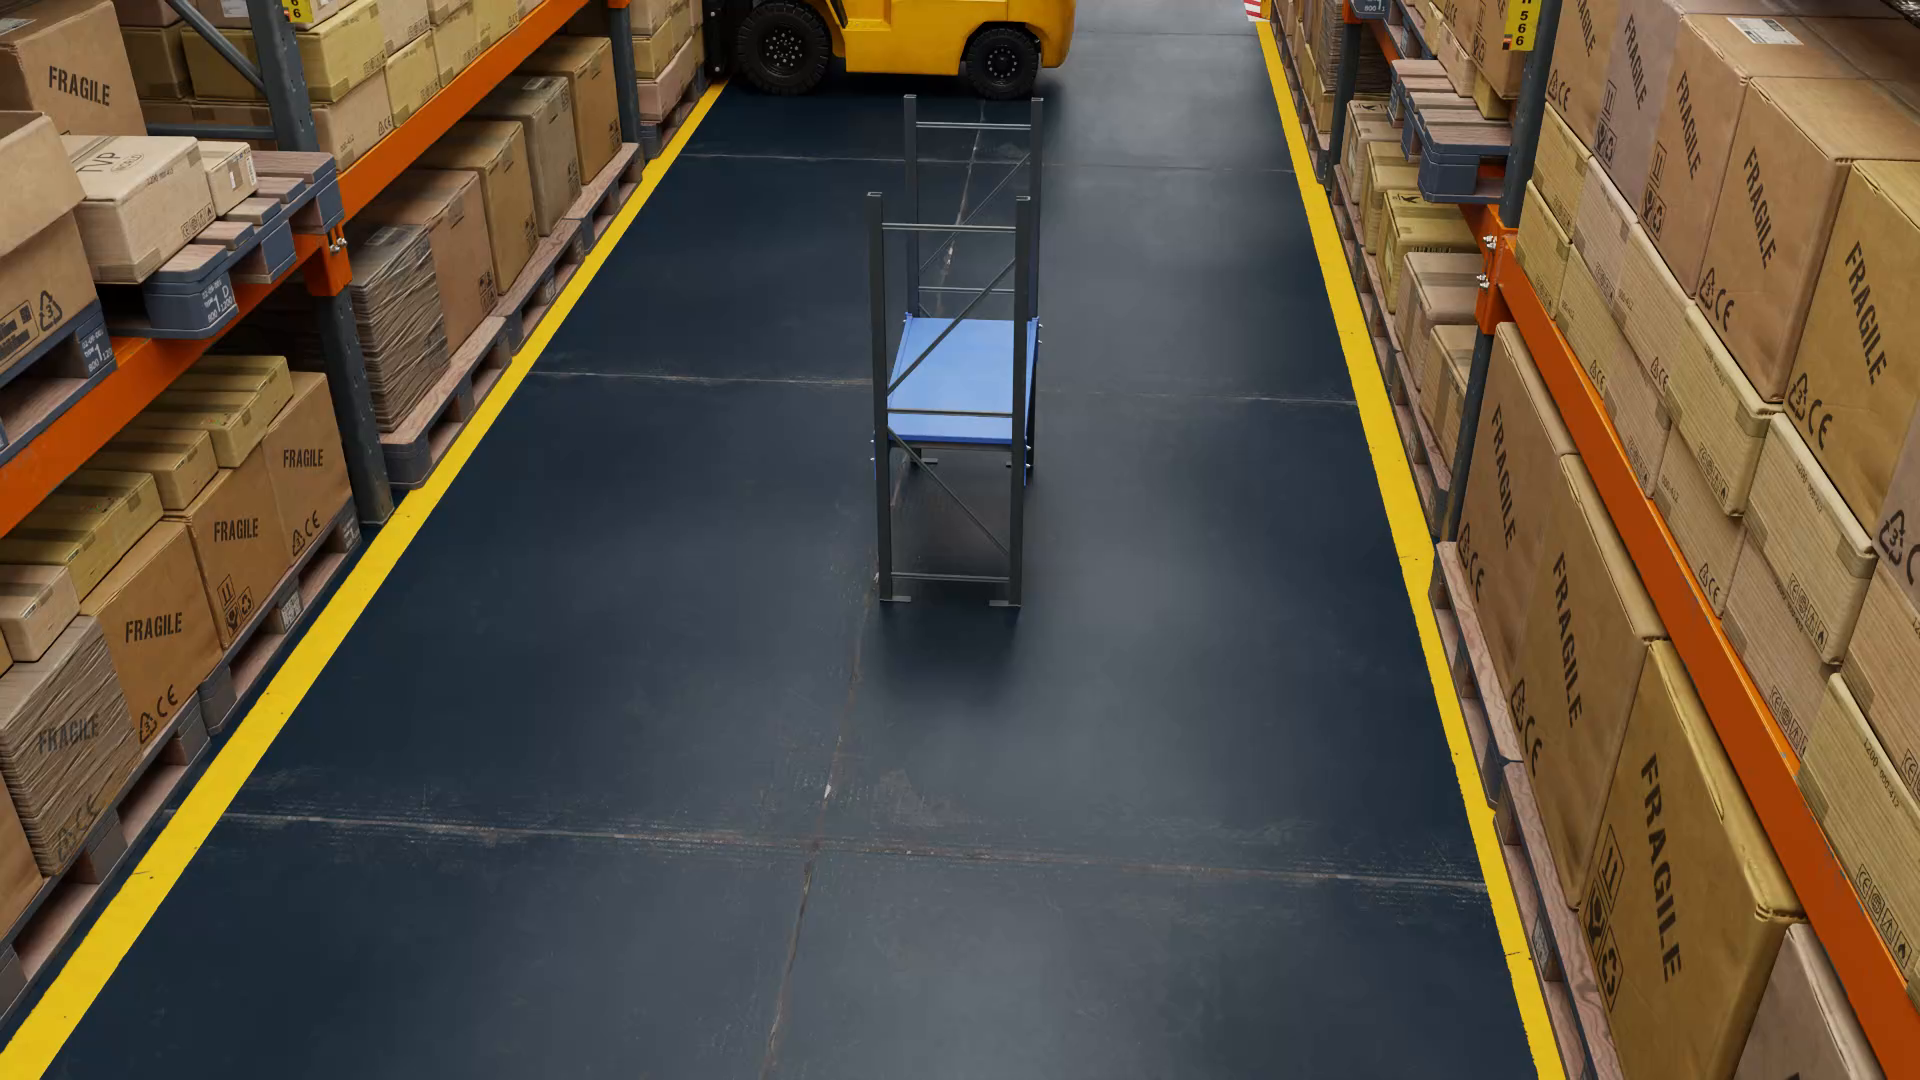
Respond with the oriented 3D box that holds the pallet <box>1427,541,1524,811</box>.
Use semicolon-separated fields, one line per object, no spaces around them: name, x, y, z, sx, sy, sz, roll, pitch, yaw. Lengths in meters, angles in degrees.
pallet;2.121;0.428;5.355;1.003;0.211;1.213;2;32;4

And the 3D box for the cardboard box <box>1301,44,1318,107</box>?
cardboard box;2.399;-2.868;10.265;0.500;0.250;0.500;2;32;3

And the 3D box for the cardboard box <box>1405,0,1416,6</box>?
cardboard box;2.092;-2.376;7.086;0.380;0.149;0.250;4;32;6

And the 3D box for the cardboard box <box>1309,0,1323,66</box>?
cardboard box;2.406;-3.175;10.048;0.500;0.500;0.500;3;32;5

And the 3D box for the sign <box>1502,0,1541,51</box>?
sign;1.718;-1.646;5.034;0.100;0.325;0.005;2;32;4

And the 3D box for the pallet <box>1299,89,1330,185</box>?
pallet;2.605;-2.426;9.985;1.003;0.211;1.213;2;32;4

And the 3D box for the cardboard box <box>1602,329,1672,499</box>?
cardboard box;1.897;-0.316;4.047;0.500;0.250;0.500;3;32;6

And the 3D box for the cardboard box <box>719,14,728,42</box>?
cardboard box;-1.879;-3.518;11.319;0.500;0.250;0.500;3;32;6

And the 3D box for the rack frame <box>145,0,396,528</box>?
rack frame;-2.688;-1.379;5.628;1.000;3.000;0.127;2;32;4

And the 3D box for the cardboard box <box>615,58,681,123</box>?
cardboard box;-1.992;-2.717;10.021;0.500;0.250;0.500;3;32;4

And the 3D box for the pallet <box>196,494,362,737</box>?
pallet;-2.786;0.197;5.729;1.003;0.211;1.213;2;32;4

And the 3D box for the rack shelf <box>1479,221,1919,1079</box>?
rack shelf;2.097;0.183;3.779;1.077;0.370;4.000;2;32;4

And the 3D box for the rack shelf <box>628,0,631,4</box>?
rack shelf;-2.199;-4.210;10.908;1.077;0.370;4.000;2;32;4

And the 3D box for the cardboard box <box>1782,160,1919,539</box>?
cardboard box;1.816;-0.325;2.869;0.500;0.500;0.500;3;32;5

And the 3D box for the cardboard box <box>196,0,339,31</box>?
cardboard box;-2.368;-1.851;5.682;0.380;0.149;0.250;3;32;5

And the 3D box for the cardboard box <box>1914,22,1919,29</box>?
cardboard box;2.398;-0.827;3.685;0.500;0.500;0.500;2;32;4

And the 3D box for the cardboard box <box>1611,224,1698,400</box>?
cardboard box;1.877;-0.533;3.922;0.500;0.250;0.500;2;32;4

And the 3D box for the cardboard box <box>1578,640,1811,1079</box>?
cardboard box;1.971;0.848;3.639;0.875;0.875;0.875;3;32;5

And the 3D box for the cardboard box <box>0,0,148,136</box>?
cardboard box;-2.885;-1.338;5.066;0.500;0.500;0.500;4;32;6

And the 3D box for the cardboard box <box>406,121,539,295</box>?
cardboard box;-2.523;-1.566;7.795;0.875;0.625;0.625;1;32;2

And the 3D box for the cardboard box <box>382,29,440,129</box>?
cardboard box;-2.362;-1.799;6.453;0.500;0.250;0.500;2;32;3

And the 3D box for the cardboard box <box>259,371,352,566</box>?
cardboard box;-2.508;-0.263;5.800;0.500;0.500;0.500;3;32;5

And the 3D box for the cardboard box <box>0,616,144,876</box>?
cardboard box;-2.623;0.544;4.490;0.500;0.500;0.500;1;32;2

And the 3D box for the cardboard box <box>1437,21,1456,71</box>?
cardboard box;2.006;-1.830;6.200;0.380;0.149;0.250;1;32;2

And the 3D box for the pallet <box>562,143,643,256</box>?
pallet;-2.383;-1.896;9.126;1.003;0.211;1.213;2;32;4

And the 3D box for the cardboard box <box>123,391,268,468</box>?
cardboard box;-2.467;-0.356;5.333;0.380;0.149;0.250;1;32;1

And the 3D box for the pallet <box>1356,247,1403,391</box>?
pallet;2.427;-1.026;7.714;1.003;0.211;1.213;2;32;4

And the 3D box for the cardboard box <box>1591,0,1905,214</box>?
cardboard box;1.945;-1.130;4.176;0.500;0.500;0.500;3;32;4

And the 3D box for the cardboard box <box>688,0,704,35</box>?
cardboard box;-1.923;-3.457;10.744;0.500;0.250;0.500;2;32;4

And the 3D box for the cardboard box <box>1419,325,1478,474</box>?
cardboard box;2.316;-0.524;6.345;0.950;0.372;0.625;0;32;1

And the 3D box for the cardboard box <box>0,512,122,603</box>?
cardboard box;-2.619;0.046;4.680;0.380;0.149;0.250;2;32;3

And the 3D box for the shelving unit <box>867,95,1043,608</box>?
shelving unit;0.007;-0.683;5.929;0.538;1.500;1.048;2;32;4

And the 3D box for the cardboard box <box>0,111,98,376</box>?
cardboard box;-2.636;-0.740;4.093;0.797;0.503;0.637;2;32;3

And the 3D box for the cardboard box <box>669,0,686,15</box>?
cardboard box;-1.958;-3.411;10.193;0.500;0.250;0.500;3;32;4

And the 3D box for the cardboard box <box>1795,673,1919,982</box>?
cardboard box;1.762;0.475;2.763;0.500;0.250;0.500;2;32;3

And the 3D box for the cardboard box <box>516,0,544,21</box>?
cardboard box;-2.249;-2.610;7.769;0.500;0.250;0.500;3;32;4

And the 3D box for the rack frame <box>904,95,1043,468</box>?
rack frame;0.048;-0.949;6.360;0.500;1.500;0.032;2;32;4

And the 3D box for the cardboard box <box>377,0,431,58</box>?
cardboard box;-2.366;-2.011;6.321;0.500;0.250;0.500;3;32;6

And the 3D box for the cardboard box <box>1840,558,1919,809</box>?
cardboard box;1.761;0.271;2.617;0.500;0.250;0.500;3;32;5

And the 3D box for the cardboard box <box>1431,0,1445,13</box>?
cardboard box;2.091;-2.301;6.345;0.500;0.500;0.500;0;32;1

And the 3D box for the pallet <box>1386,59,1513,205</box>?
pallet;2.212;-1.464;5.950;1.213;0.211;1.003;2;32;4

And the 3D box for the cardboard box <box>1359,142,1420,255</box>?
cardboard box;2.490;-1.670;8.205;0.950;0.372;0.625;4;32;7

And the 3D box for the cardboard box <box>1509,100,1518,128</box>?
cardboard box;2.052;-1.422;5.537;0.380;0.149;0.250;4;32;6

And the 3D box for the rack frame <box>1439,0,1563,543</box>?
rack frame;2.260;-1.169;5.287;1.000;3.000;0.127;2;32;4

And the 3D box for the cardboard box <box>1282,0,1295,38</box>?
cardboard box;2.521;-3.683;11.588;0.500;0.250;0.500;4;32;6
